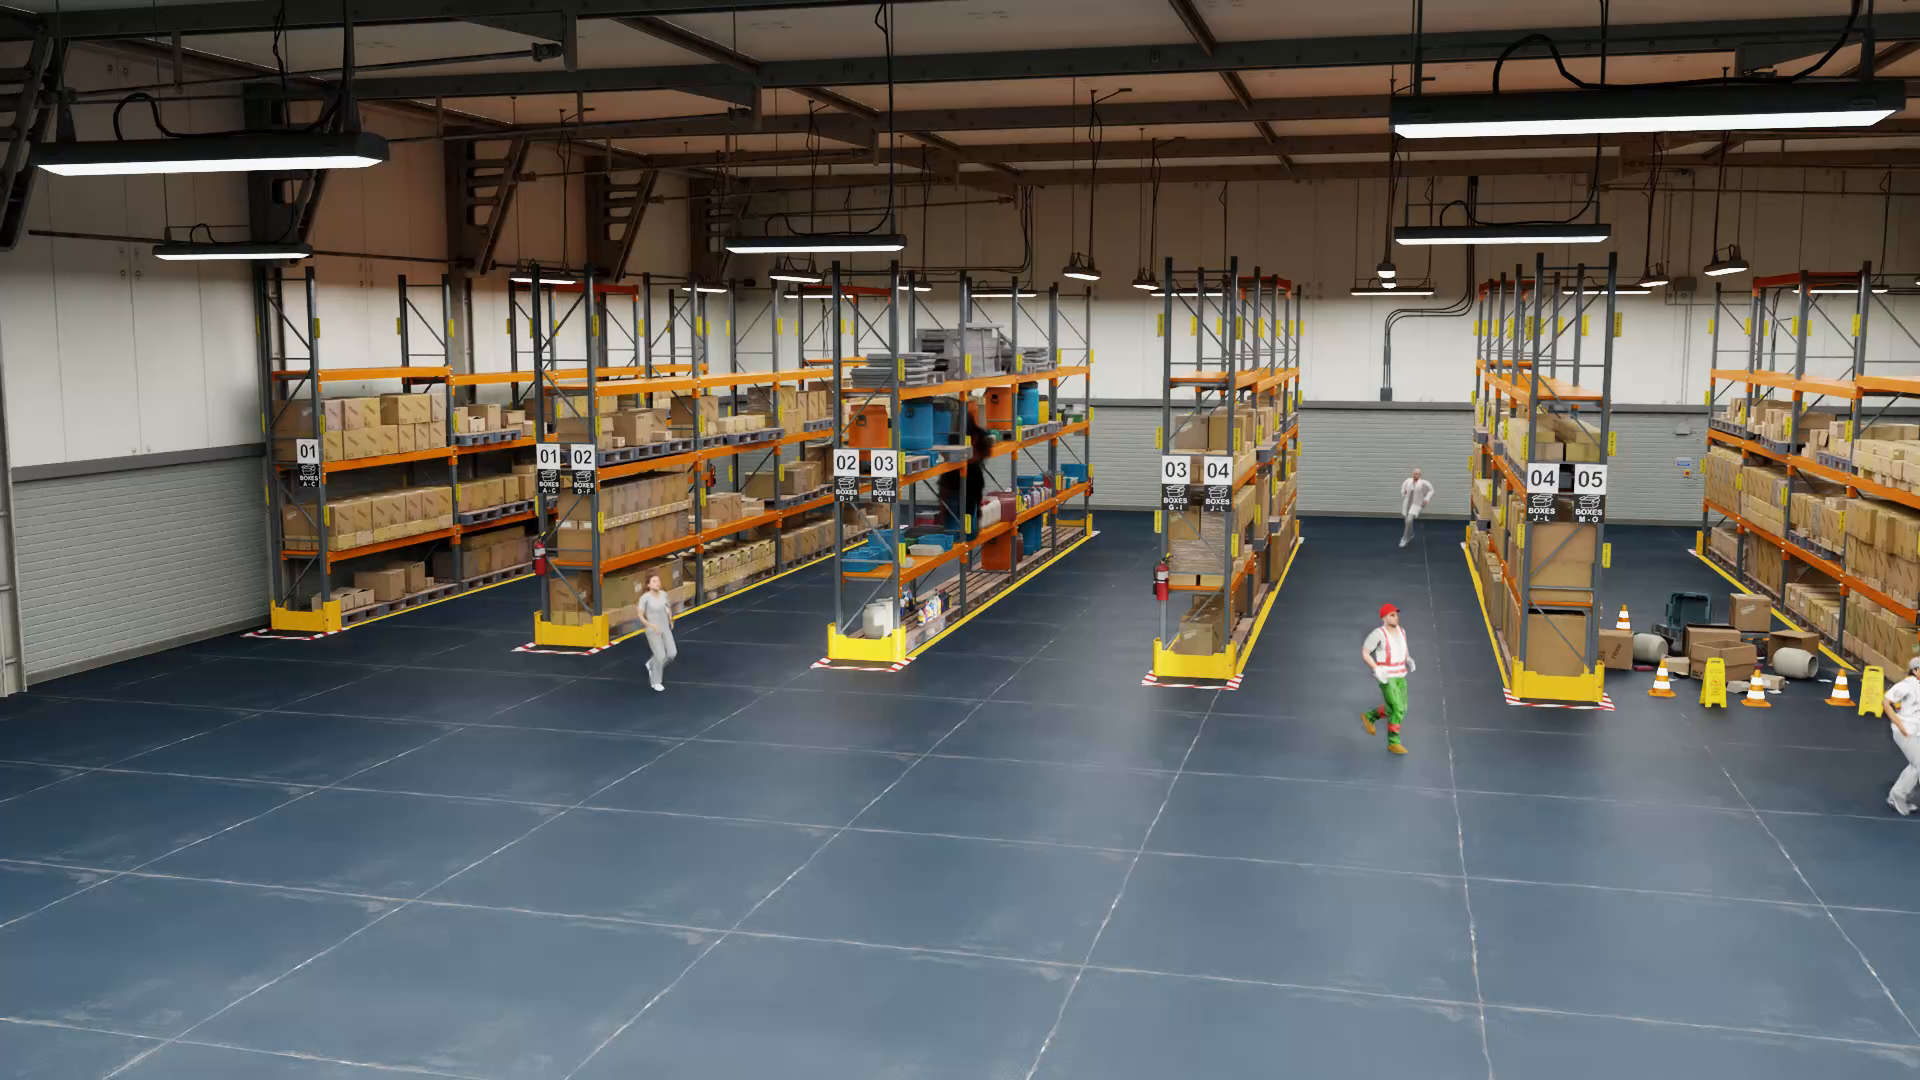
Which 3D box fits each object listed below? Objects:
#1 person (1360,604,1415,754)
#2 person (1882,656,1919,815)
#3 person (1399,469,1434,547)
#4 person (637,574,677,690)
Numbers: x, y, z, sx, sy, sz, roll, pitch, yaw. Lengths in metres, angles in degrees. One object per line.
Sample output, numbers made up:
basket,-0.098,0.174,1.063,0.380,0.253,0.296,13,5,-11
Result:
person,5.096,1.629,19.858,0.650,1.768,0.722,-5,9,-34
person,9.884,2.034,17.180,0.593,1.679,0.547,-4,8,-29
person,10.525,-0.727,38.509,0.868,1.751,0.744,-7,10,-43
person,-4.199,1.275,23.134,0.571,1.633,0.483,-7,10,-44
